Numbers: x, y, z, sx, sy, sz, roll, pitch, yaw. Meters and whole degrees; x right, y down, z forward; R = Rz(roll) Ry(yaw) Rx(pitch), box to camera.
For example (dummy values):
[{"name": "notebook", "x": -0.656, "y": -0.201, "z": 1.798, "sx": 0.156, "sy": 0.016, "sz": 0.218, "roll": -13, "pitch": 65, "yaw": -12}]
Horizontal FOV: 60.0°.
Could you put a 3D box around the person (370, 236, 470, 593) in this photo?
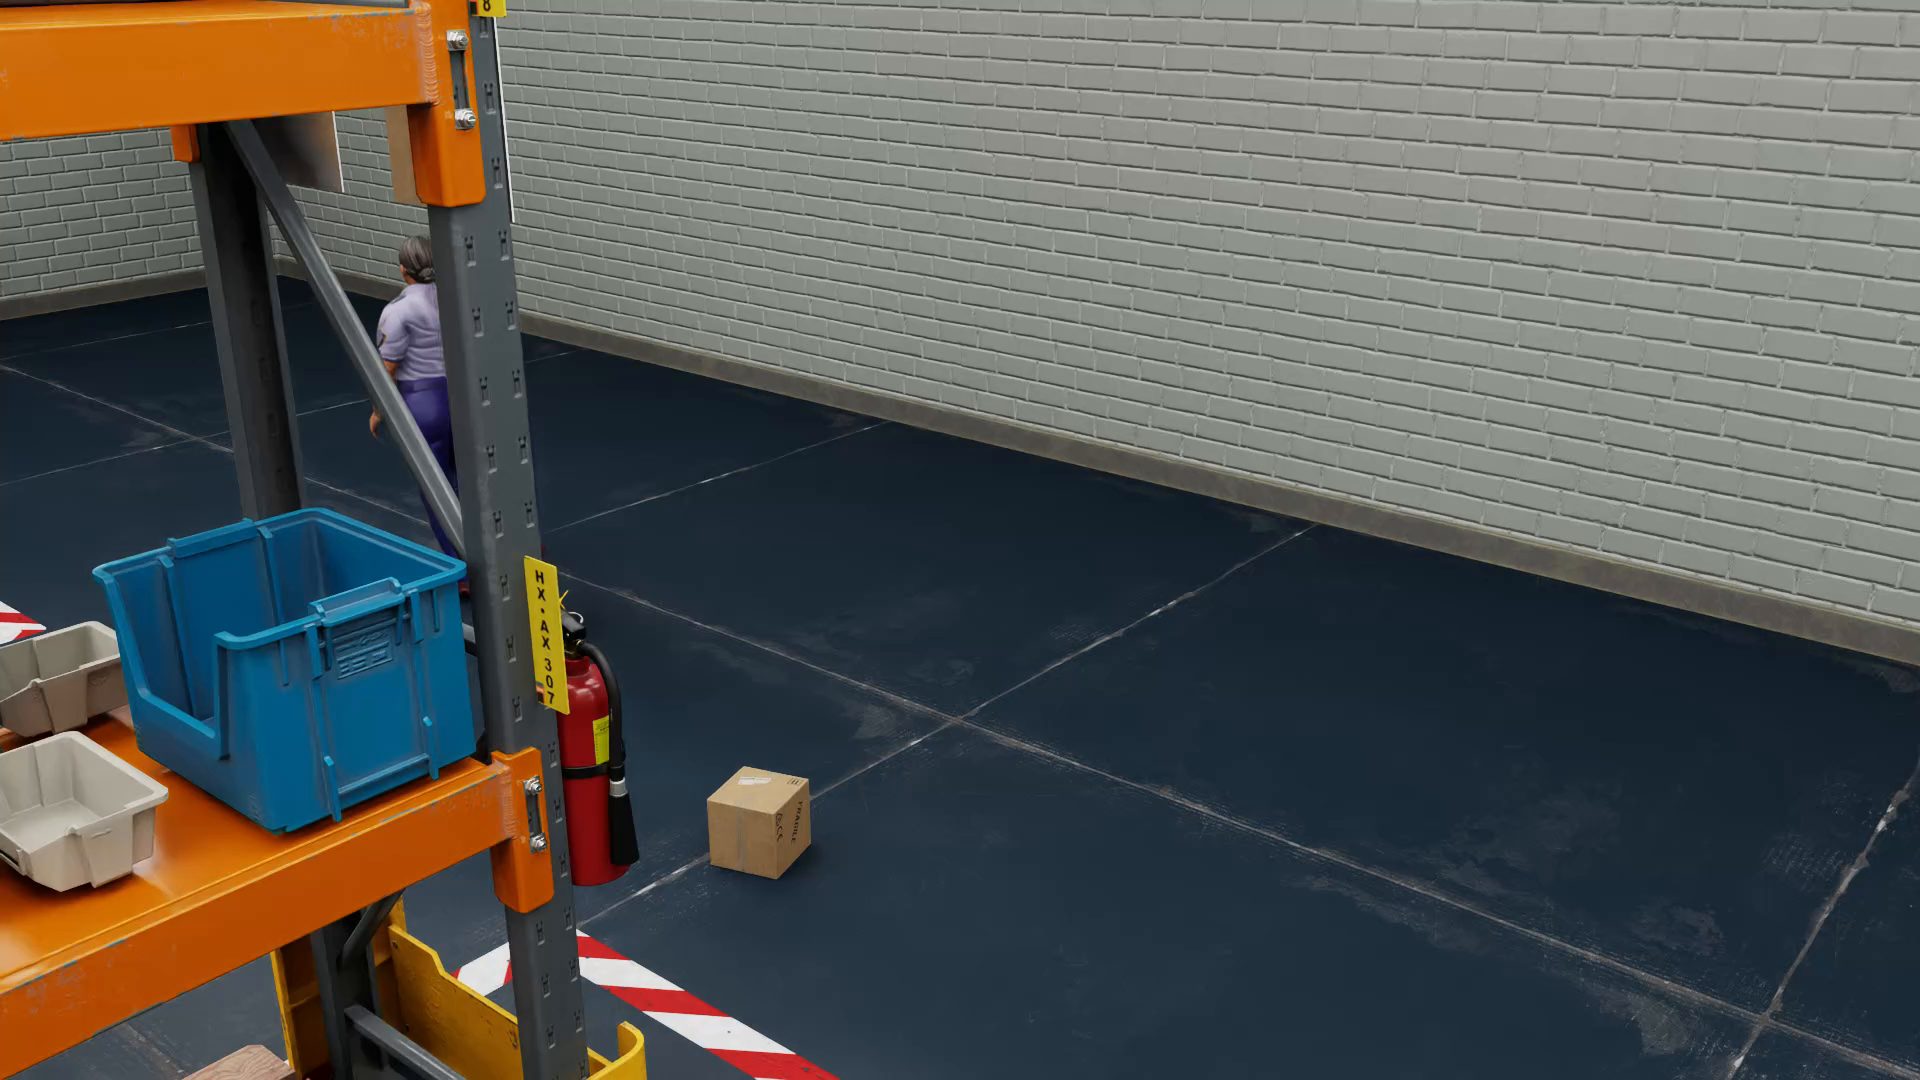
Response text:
[{"name": "person", "x": -2.437, "y": -0.550, "z": 7.620, "sx": 0.597, "sy": 1.704, "sz": 0.484, "roll": 16, "pitch": 26, "yaw": 37}]
